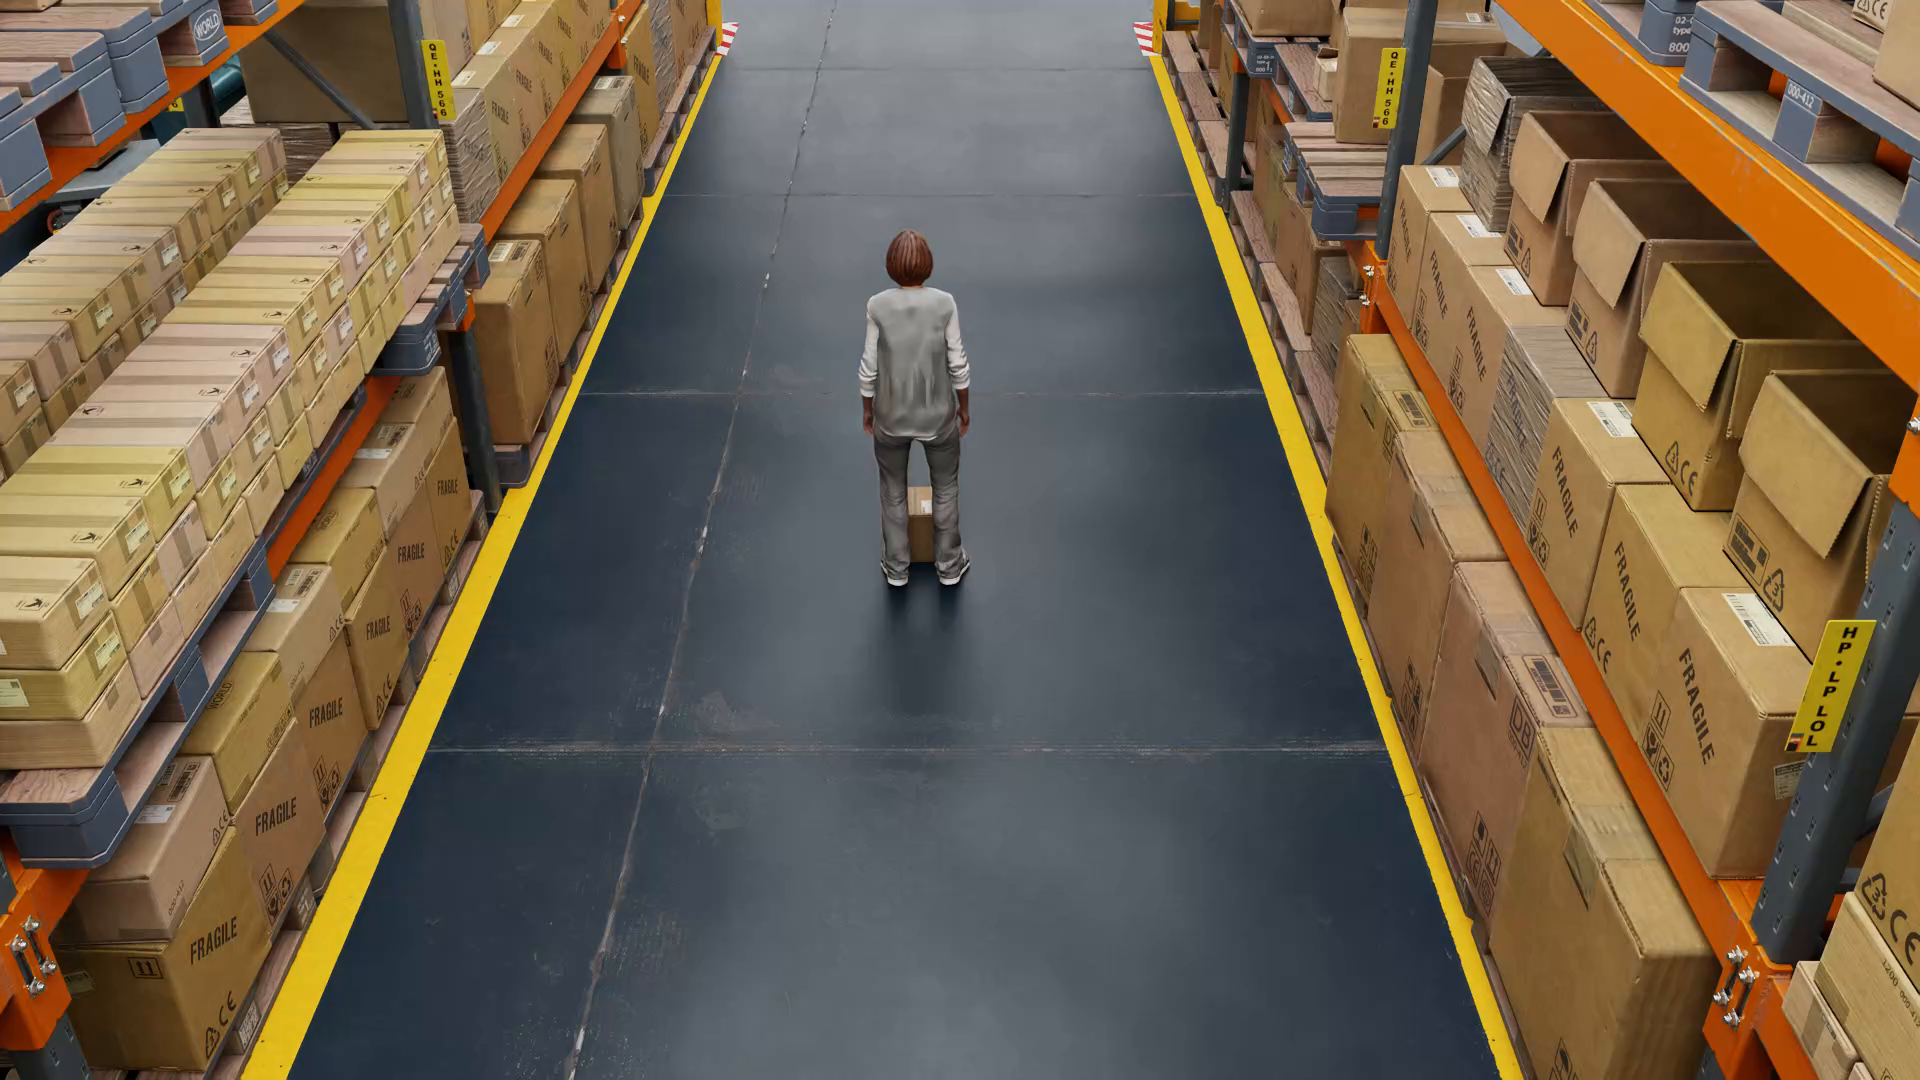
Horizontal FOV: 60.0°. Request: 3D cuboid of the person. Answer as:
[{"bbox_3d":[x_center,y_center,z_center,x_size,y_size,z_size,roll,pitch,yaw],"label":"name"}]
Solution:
[{"bbox_3d":[-0.183,-0.514,6.969,0.451,1.593,0.344,0,32,0],"label":"person"}]
